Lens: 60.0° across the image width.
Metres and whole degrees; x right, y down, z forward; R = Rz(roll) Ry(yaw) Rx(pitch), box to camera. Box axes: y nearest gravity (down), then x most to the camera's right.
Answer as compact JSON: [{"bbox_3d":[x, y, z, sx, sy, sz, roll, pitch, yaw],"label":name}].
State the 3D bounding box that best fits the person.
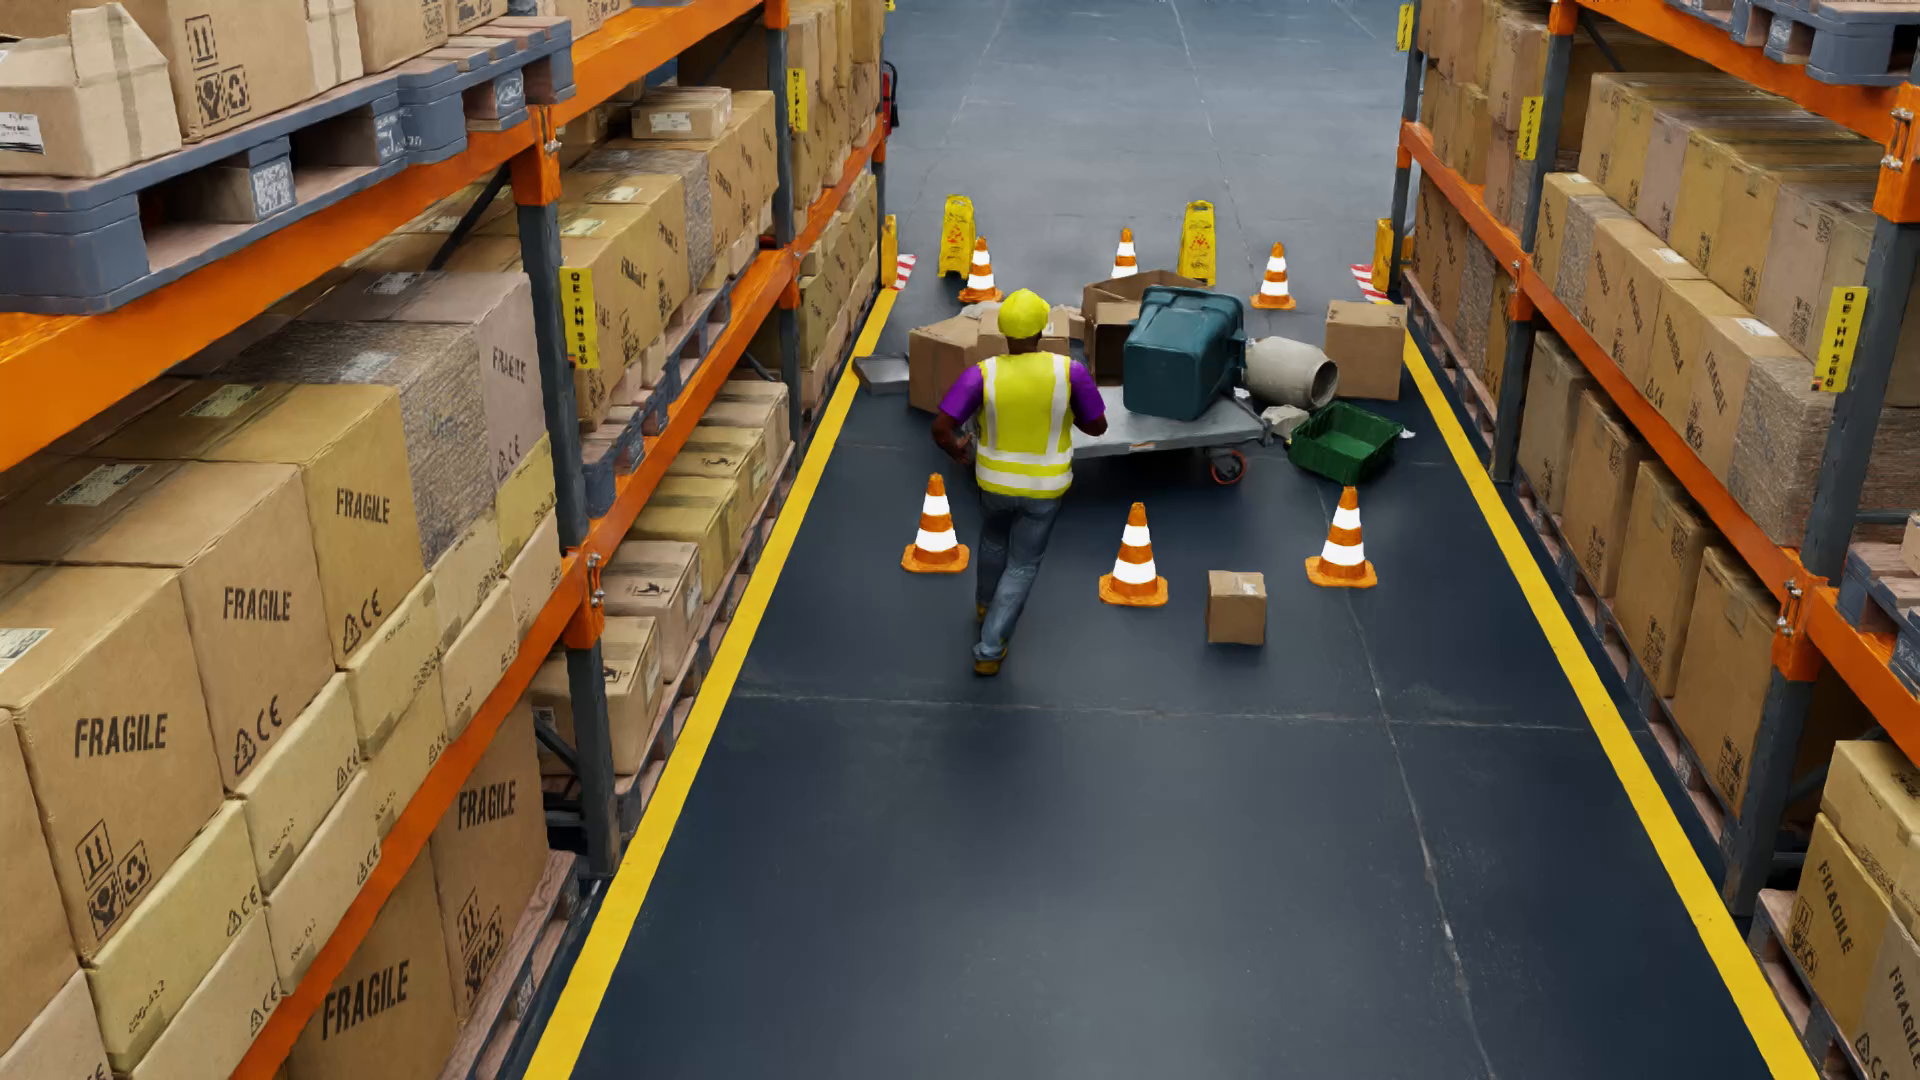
[{"bbox_3d":[0.311,-0.302,7.362,0.698,1.725,0.861,6,25,14],"label":"person"}]
